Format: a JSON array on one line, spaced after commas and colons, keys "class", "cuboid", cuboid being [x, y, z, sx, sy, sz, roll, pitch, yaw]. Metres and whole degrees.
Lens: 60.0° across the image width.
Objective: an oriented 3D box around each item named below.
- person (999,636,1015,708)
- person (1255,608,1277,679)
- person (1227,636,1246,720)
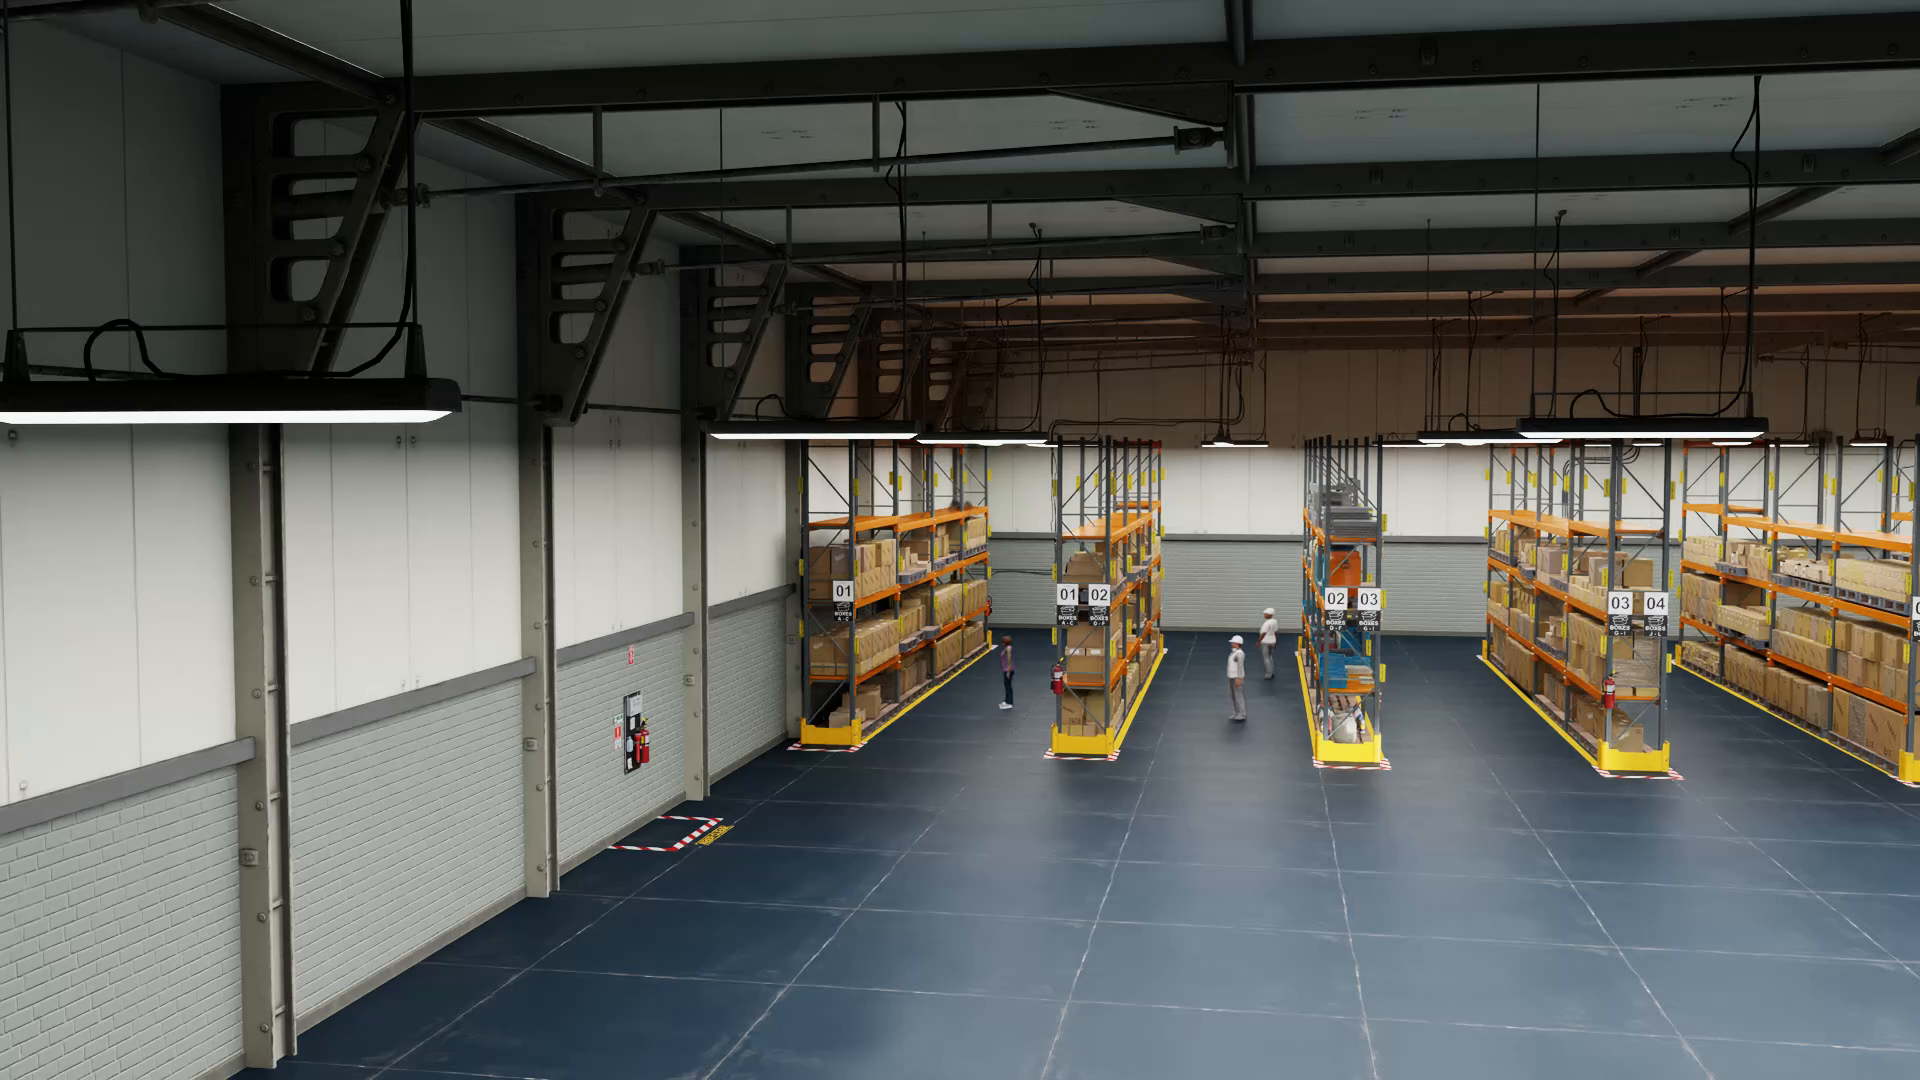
[{"class": "person", "cuboid": [1.047, 2.920, 36.935, 0.368, 1.602, 0.463, 0, 3, 0]}, {"class": "person", "cuboid": [7.682, 2.606, 41.605, 0.622, 1.818, 0.500, -1, 3, -26]}, {"class": "person", "cuboid": [5.879, 2.935, 35.326, 0.394, 1.809, 0.626, 0, 3, -6]}]
